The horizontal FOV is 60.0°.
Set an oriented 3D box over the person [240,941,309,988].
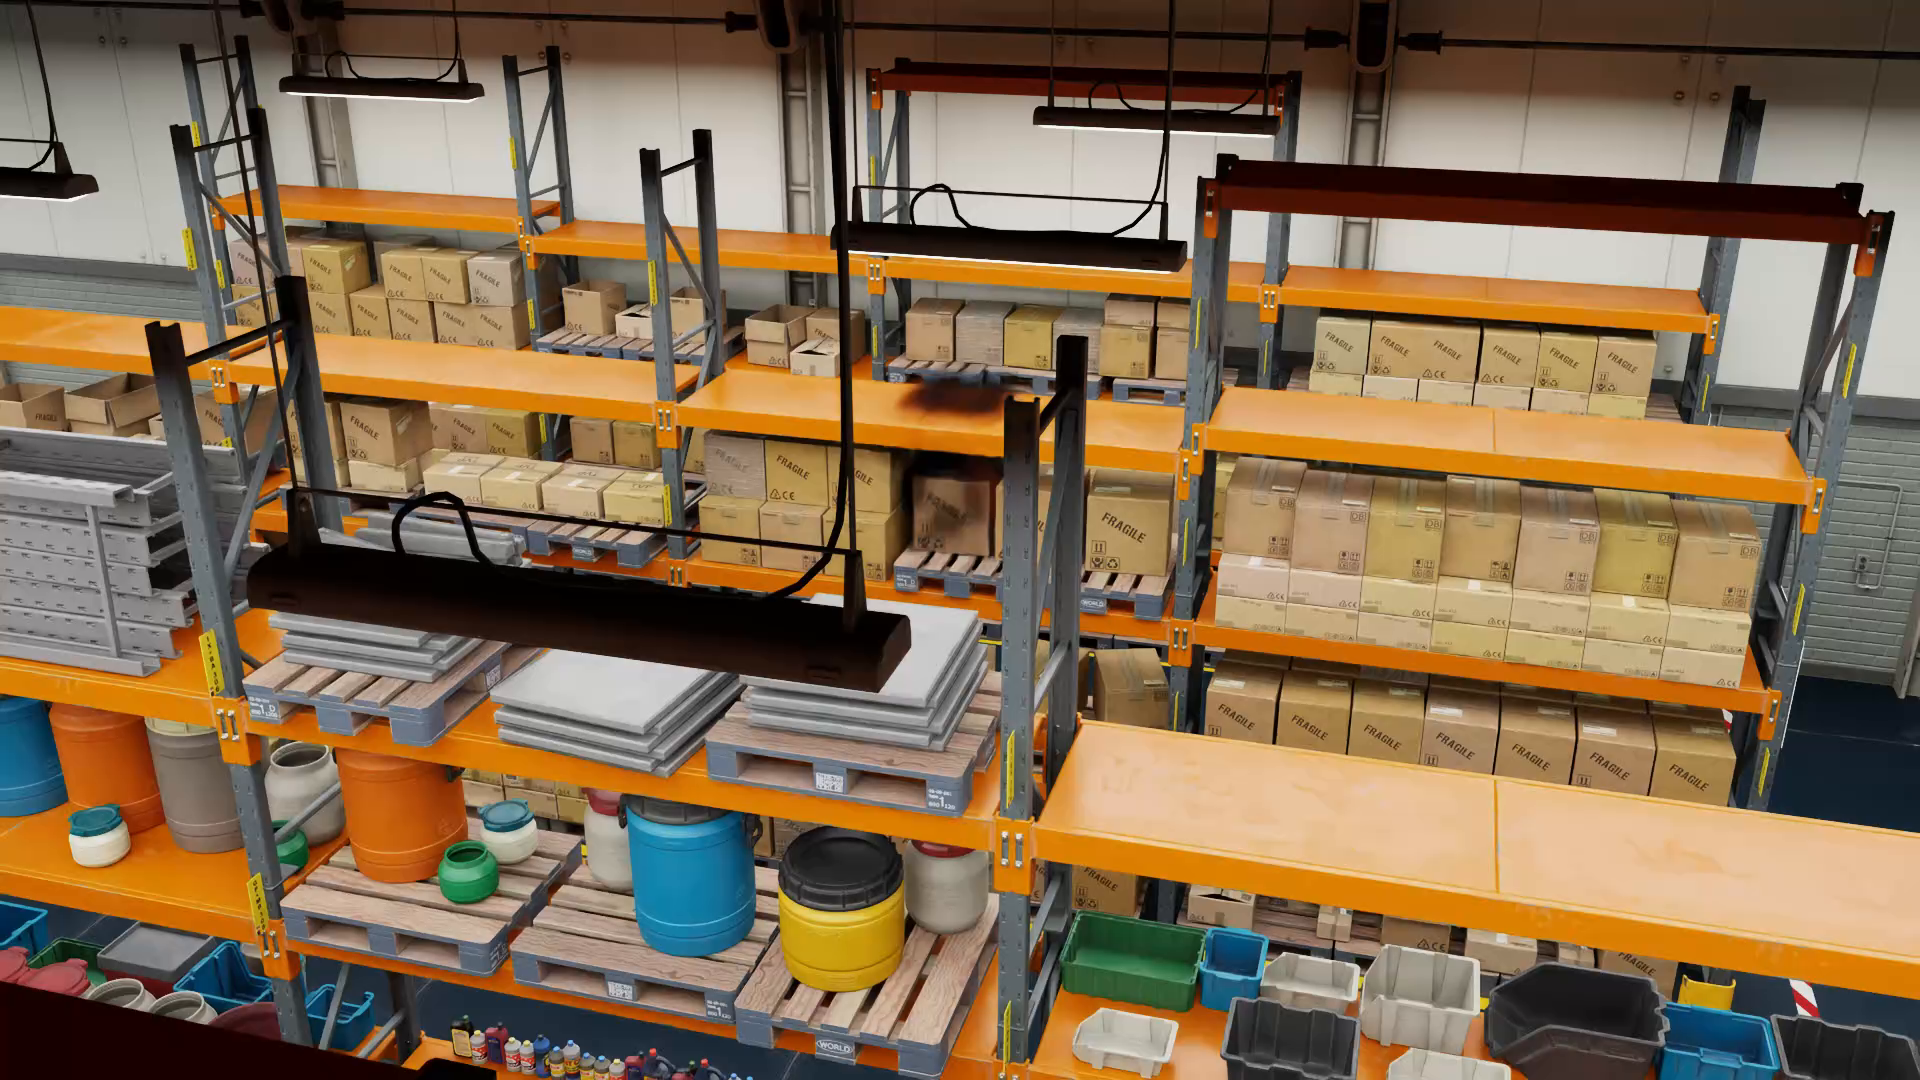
[{"bbox_3d":[-4.852,2.871,11.724,0.597,1.673,0.438,4,23,11],"label":"person"}]
